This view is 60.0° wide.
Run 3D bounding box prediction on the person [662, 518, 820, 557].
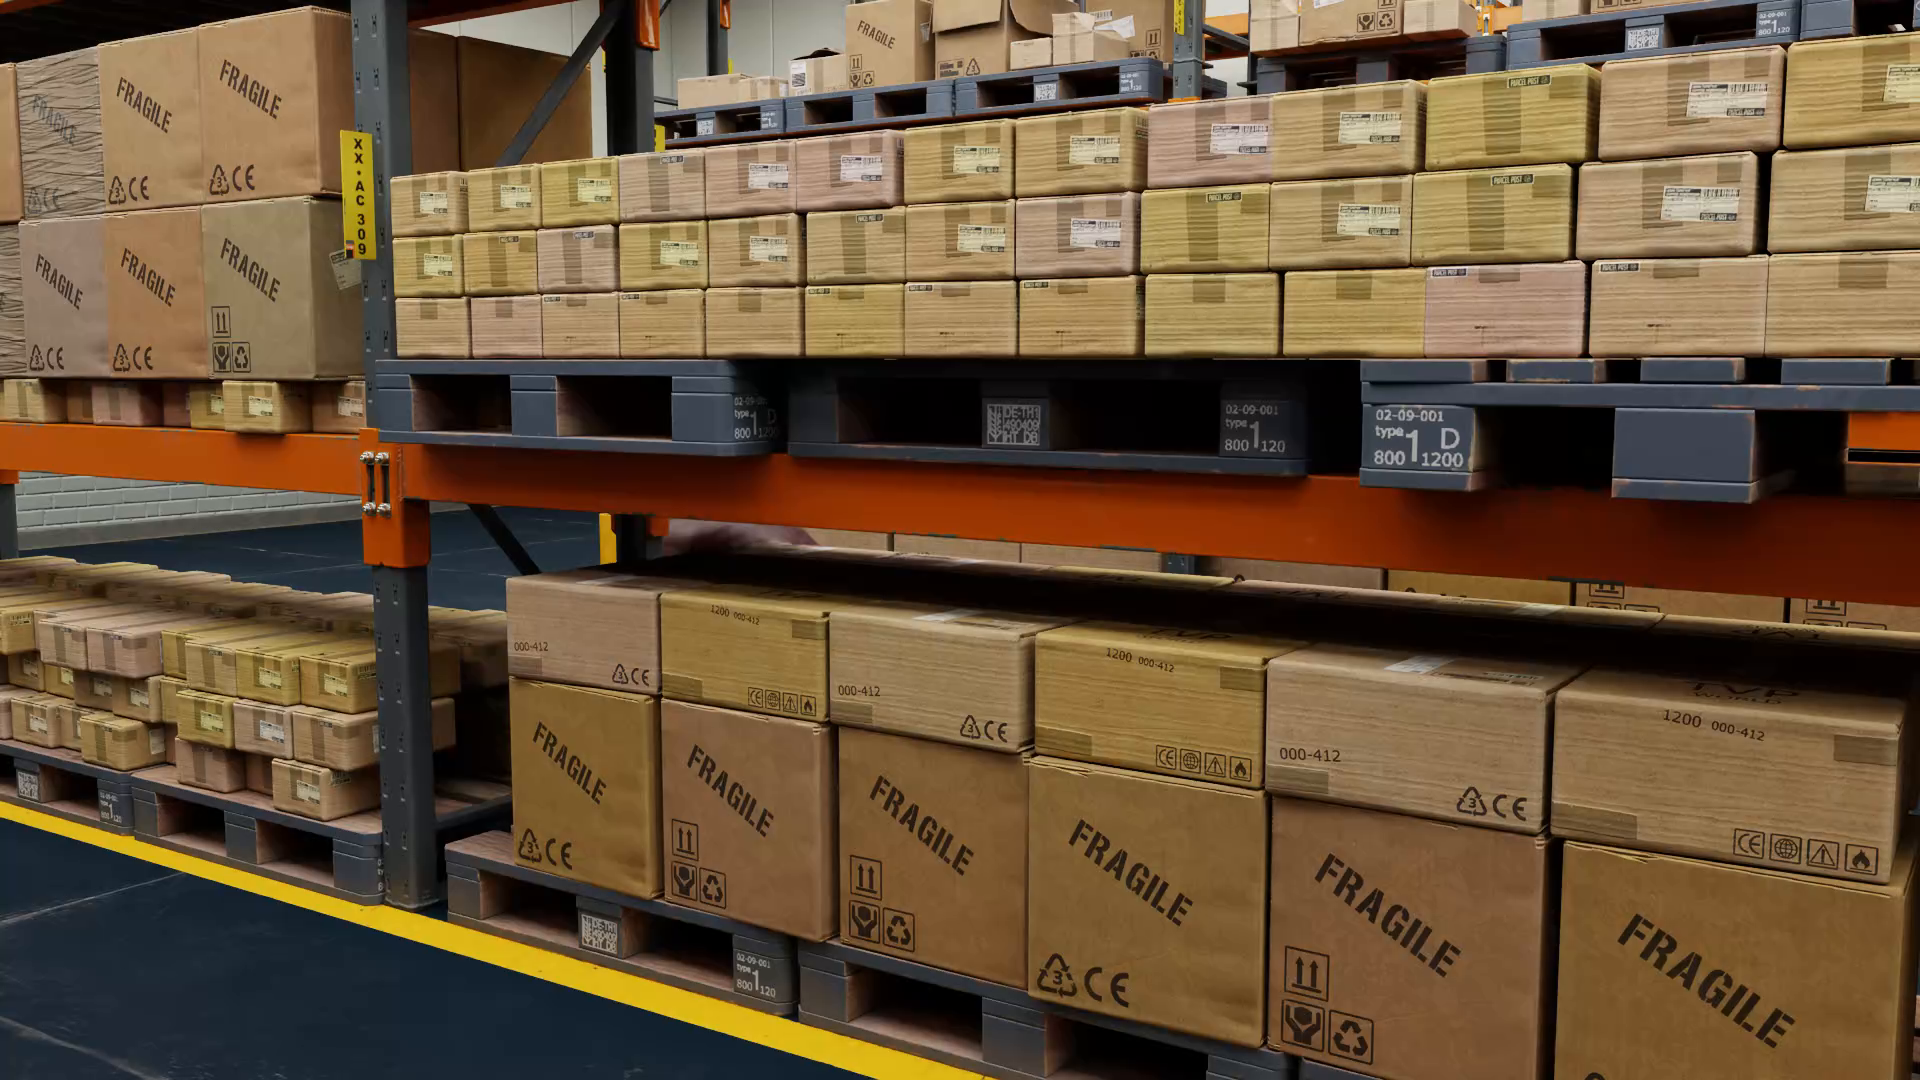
[{"bbox_3d":[-0.938,0.331,6.482,0.974,0.964,0.588,2,7,21],"label":"person"}]
